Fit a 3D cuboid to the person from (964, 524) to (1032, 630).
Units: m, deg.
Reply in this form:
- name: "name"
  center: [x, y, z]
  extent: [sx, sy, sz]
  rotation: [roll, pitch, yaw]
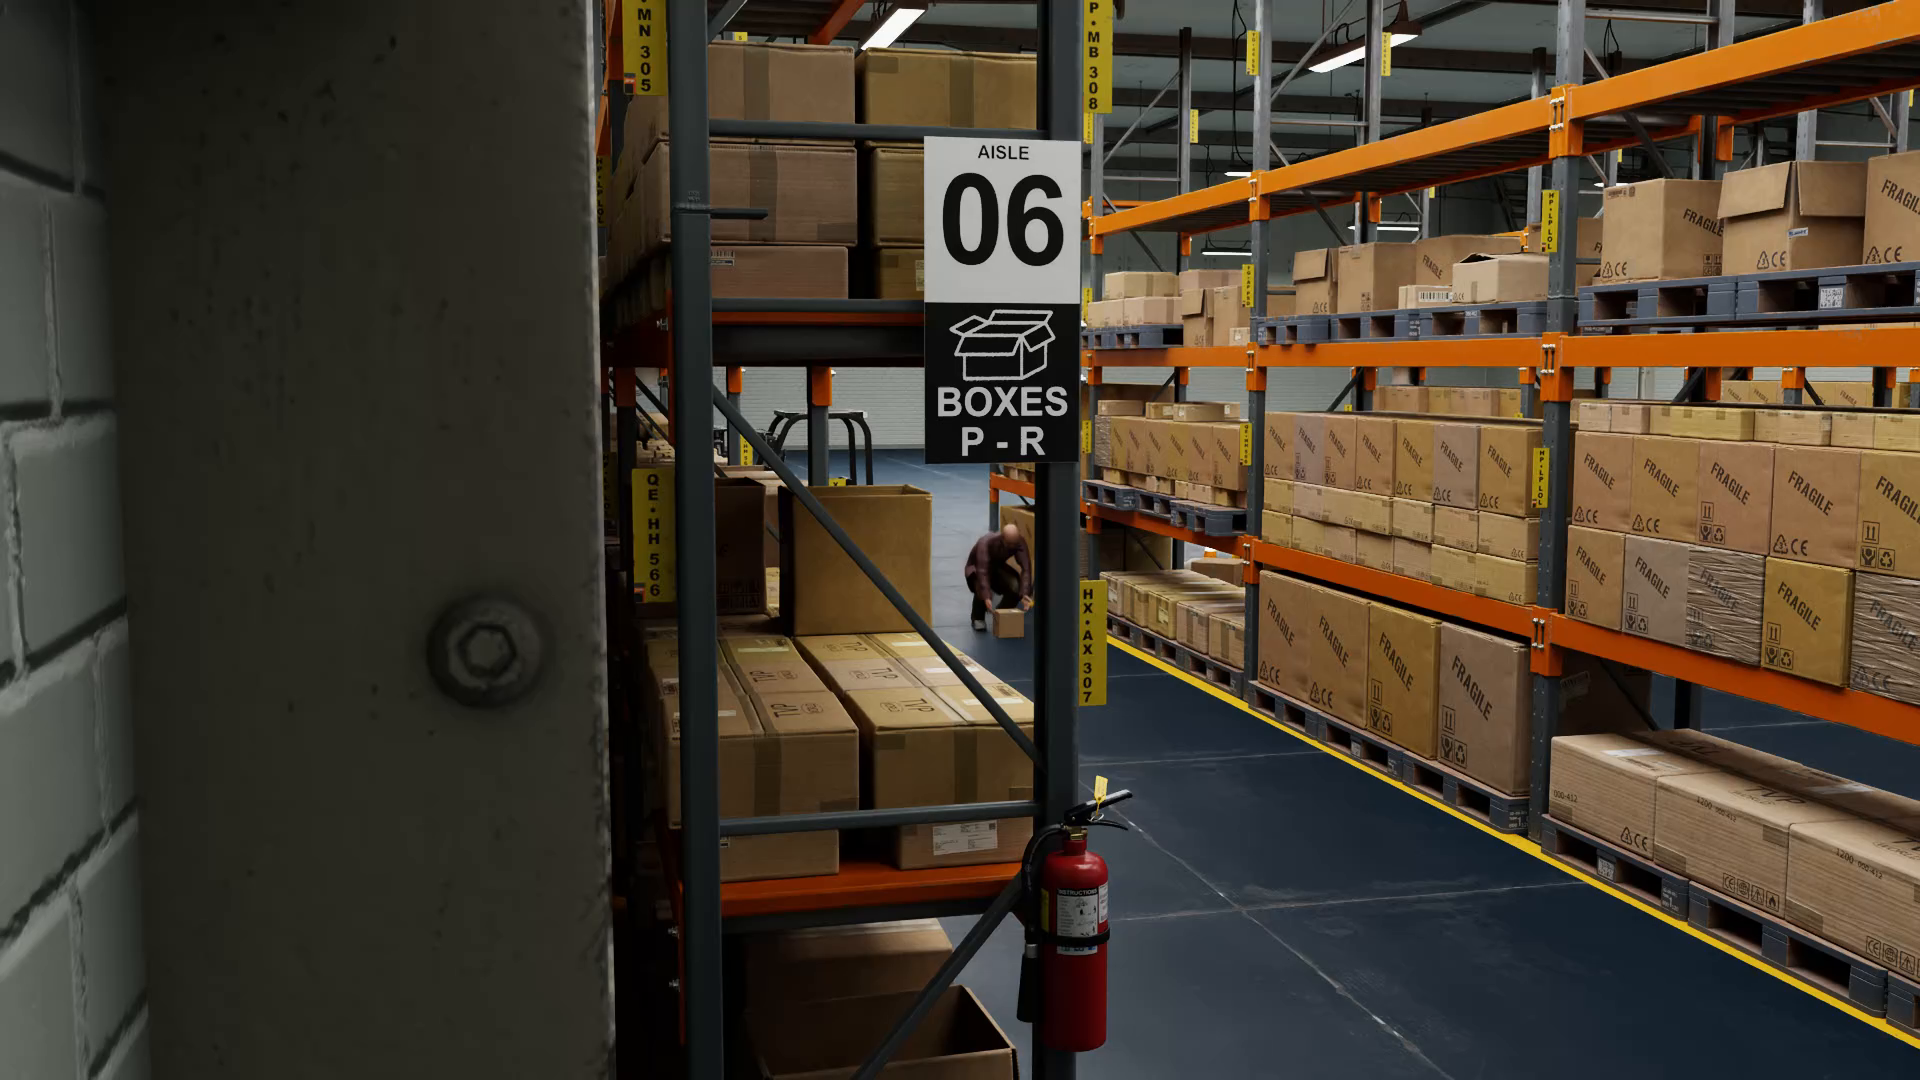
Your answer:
- name: "person"
  center: [0.374, 0.367, 16.731]
  extent: [0.617, 1.081, 0.865]
  rotation: [-2, 6, -17]
